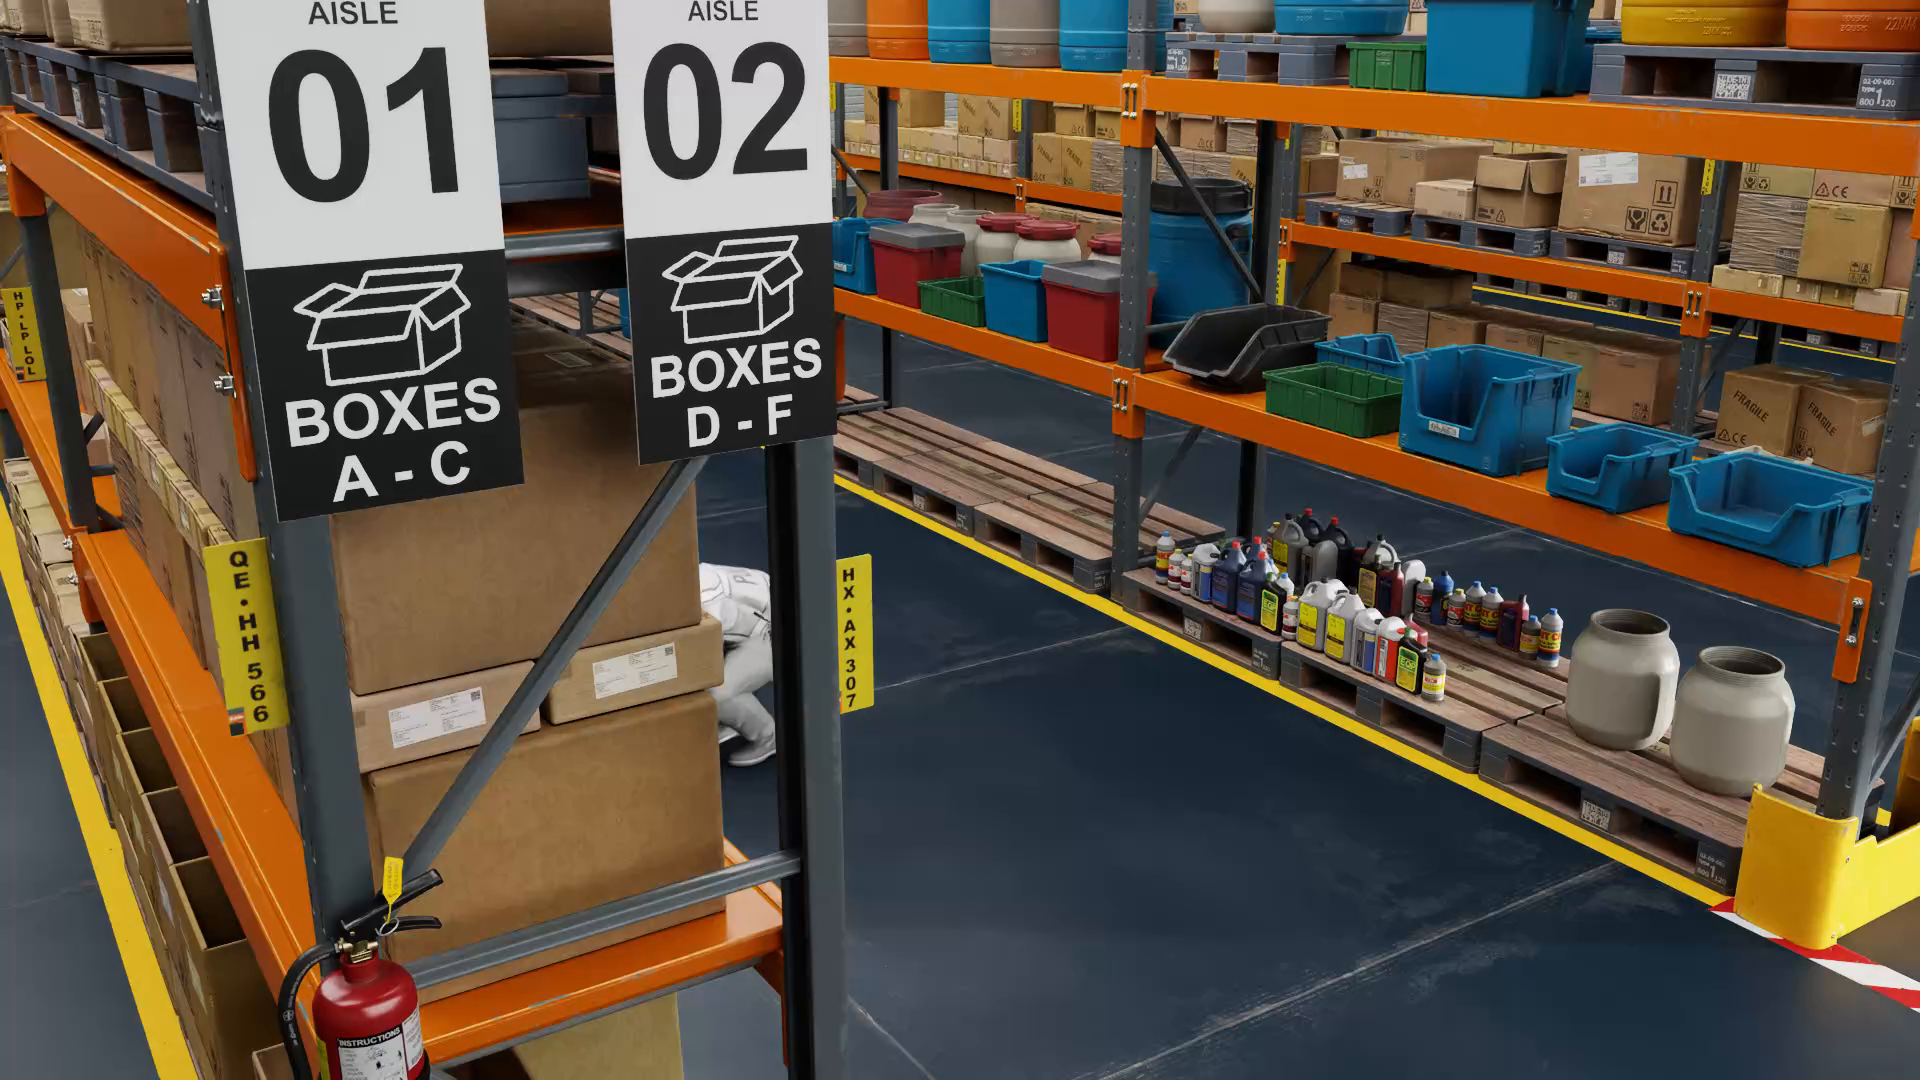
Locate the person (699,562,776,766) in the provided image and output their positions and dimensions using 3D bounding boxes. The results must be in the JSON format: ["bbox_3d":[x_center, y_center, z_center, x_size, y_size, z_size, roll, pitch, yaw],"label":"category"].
[{"bbox_3d":[-1.072,0.502,7.199,0.871,0.943,0.507,-12,22,-33],"label":"person"}]
